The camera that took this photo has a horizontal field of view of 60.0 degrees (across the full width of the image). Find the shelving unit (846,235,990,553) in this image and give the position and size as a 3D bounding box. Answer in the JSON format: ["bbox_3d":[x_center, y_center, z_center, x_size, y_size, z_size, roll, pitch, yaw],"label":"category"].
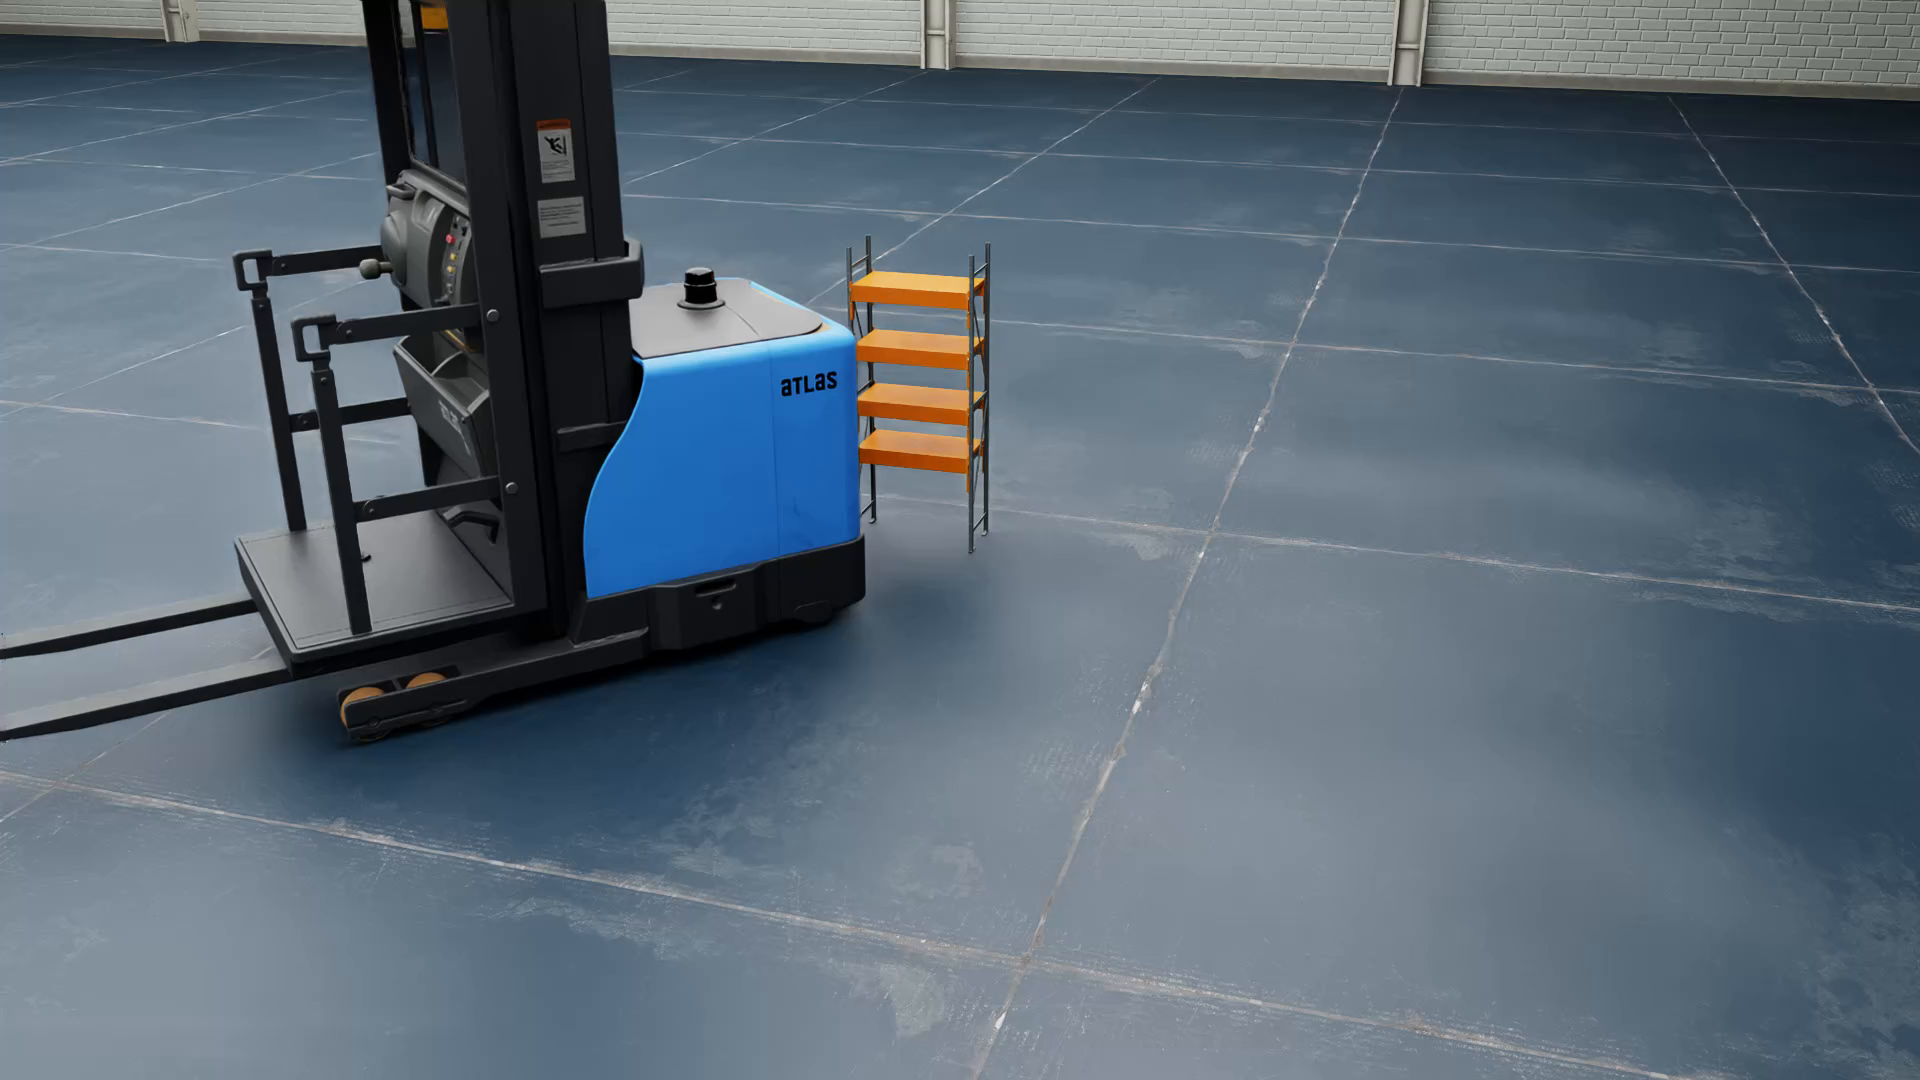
[{"bbox_3d":[-0.158,-0.573,6.587,0.503,1.200,0.258,7,23,16],"label":"shelving unit"}]

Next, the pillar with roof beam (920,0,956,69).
[{"bbox_3d":[-1.530,-8.853,16.496,0.400,9.000,9.100,7,23,16],"label":"pillar with roof beam"}]

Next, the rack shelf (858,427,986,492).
[{"bbox_3d":[-0.158,-0.327,6.687,0.480,0.148,0.258,7,23,16],"label":"rack shelf"}]

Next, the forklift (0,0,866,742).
[{"bbox_3d":[-1.874,-0.952,5.228,3.031,2.935,1.130,-13,26,-28],"label":"forklift"}]

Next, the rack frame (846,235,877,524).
[{"bbox_3d":[-0.392,-0.600,6.652,0.015,1.200,0.240,7,23,16],"label":"rack frame"}]

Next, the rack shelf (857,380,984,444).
[{"bbox_3d":[-0.158,-0.511,6.612,0.480,0.148,0.258,7,23,16],"label":"rack shelf"}]

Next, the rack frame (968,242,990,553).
[{"bbox_3d":[0.075,-0.547,6.521,0.015,1.200,0.240,7,23,16],"label":"rack frame"}]

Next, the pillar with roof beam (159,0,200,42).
[{"bbox_3d":[-13.018,-10.169,19.703,0.400,9.000,9.100,7,23,16],"label":"pillar with roof beam"}]

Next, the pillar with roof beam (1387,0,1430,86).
[{"bbox_3d":[4.214,-8.196,14.892,0.400,9.000,9.100,7,23,16],"label":"pillar with roof beam"}]

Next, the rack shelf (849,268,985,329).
[{"bbox_3d":[-0.158,-0.937,6.437,0.480,0.148,0.258,7,23,16],"label":"rack shelf"}]

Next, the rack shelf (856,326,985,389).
[{"bbox_3d":[-0.158,-0.718,6.527,0.480,0.148,0.258,7,23,16],"label":"rack shelf"}]
